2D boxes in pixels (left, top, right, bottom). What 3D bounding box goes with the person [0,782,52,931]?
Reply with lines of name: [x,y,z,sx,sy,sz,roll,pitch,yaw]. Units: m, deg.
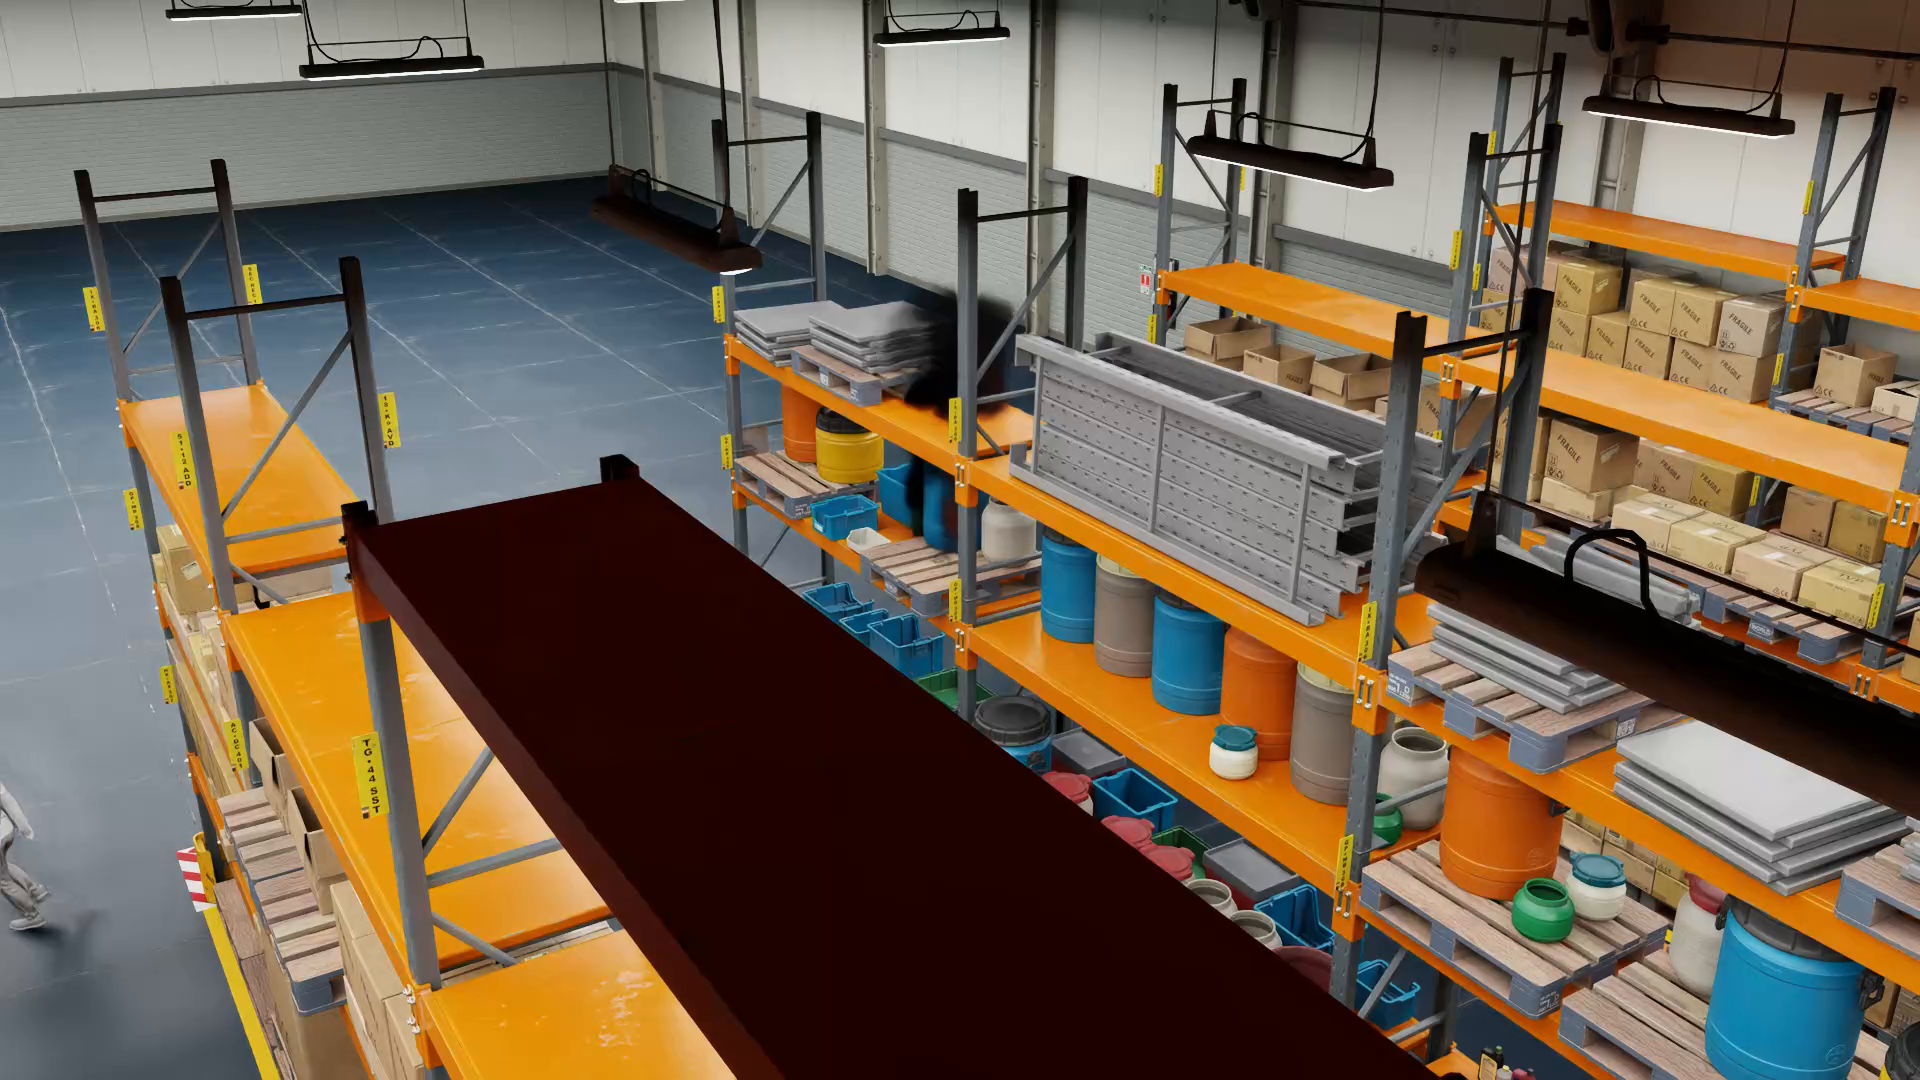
person: [-7.699,2.399,13.203,0.542,1.655,0.603,3,22,7]
